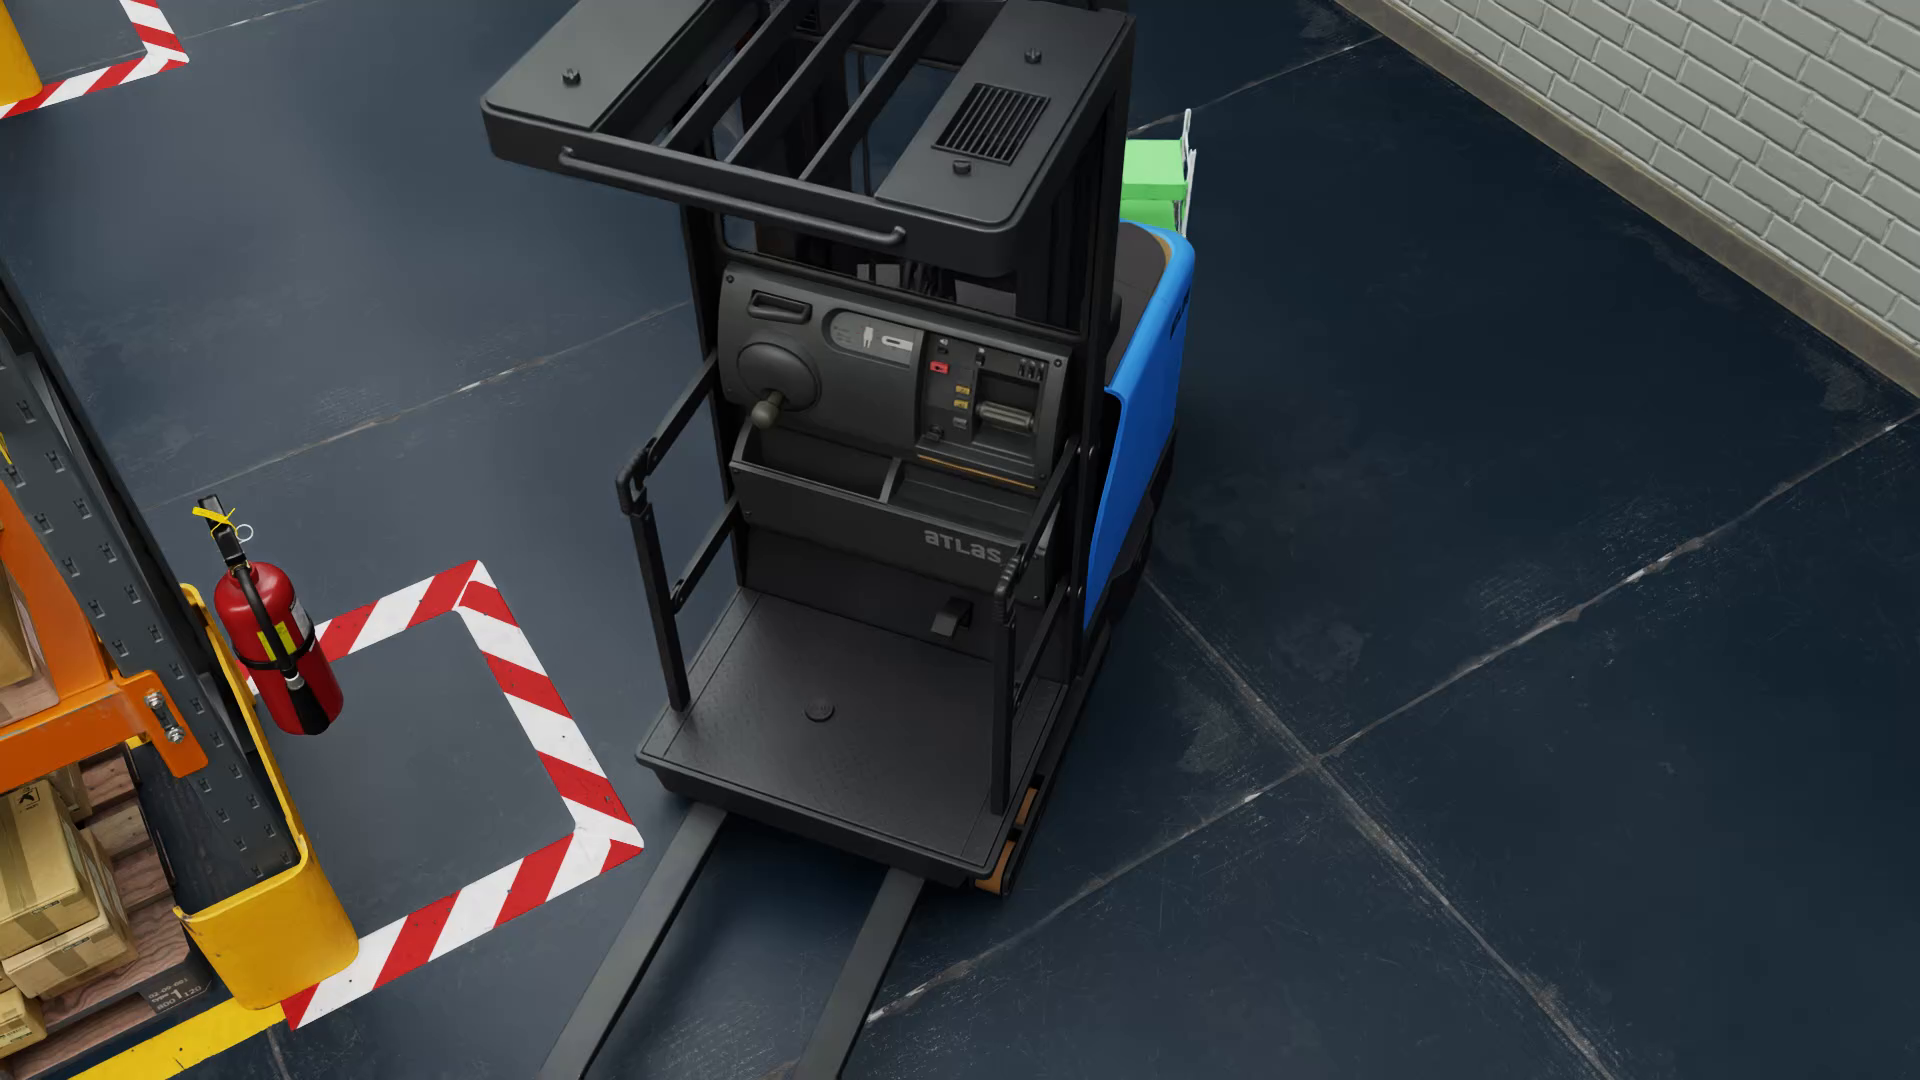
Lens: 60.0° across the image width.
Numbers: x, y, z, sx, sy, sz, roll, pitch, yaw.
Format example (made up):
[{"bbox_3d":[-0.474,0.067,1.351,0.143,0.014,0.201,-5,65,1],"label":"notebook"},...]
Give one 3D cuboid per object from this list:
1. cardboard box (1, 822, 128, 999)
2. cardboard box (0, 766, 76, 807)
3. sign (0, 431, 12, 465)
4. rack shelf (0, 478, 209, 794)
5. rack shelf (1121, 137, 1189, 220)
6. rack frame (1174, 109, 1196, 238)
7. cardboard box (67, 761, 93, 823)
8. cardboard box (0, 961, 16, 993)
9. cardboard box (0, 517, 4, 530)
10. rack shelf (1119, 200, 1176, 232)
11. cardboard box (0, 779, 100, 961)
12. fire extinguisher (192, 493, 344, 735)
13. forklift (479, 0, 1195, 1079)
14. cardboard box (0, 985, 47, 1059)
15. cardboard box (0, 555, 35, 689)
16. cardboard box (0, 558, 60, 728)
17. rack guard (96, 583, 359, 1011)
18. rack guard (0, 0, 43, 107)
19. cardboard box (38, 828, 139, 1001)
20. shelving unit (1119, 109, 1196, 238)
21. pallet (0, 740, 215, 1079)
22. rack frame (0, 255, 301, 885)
[{"bbox_3d":[-2.366,0.953,4.321,0.250,0.149,0.380,-27,53,-22],"label":"cardboard box"},{"bbox_3d":[-2.652,0.609,4.628,0.250,0.149,0.380,-23,52,-19],"label":"cardboard box"},{"bbox_3d":[-1.792,-0.279,3.003,0.005,0.325,0.100,-25,53,-21],"label":"sign"},{"bbox_3d":[-3.763,0.889,3.431,4.000,0.370,1.077,-25,53,-21],"label":"rack shelf"},{"bbox_3d":[0.493,-1.188,5.447,0.480,0.148,0.258,1,48,1],"label":"rack shelf"},{"bbox_3d":[0.737,-0.908,5.755,0.015,1.200,0.240,1,48,1],"label":"rack frame"},{"bbox_3d":[-2.686,0.668,4.774,0.250,0.149,0.380,-24,53,-20],"label":"cardboard box"},{"bbox_3d":[-2.616,1.023,4.259,0.250,0.149,0.380,-26,53,-22],"label":"cardboard box"},{"bbox_3d":[-2.520,-0.141,4.036,0.250,0.149,0.380,-26,53,-21],"label":"cardboard box"},{"bbox_3d":[0.493,-1.029,5.627,0.480,0.148,0.258,1,48,1],"label":"rack shelf"},{"bbox_3d":[-2.384,0.835,4.228,0.250,0.149,0.380,-25,53,-20],"label":"cardboard box"},{"bbox_3d":[-1.612,0.194,3.870,0.183,0.674,0.296,-25,53,-21],"label":"fire extinguisher"},{"bbox_3d":[-0.257,-0.311,4.065,1.130,2.935,3.031,16,50,14],"label":"forklift"},{"bbox_3d":[-2.569,1.169,4.328,0.250,0.149,0.380,-24,52,-20],"label":"cardboard box"},{"bbox_3d":[-2.314,0.062,3.420,0.500,0.500,0.500,-24,53,-20],"label":"cardboard box"},{"bbox_3d":[-2.197,0.245,3.691,0.250,0.149,0.380,-25,53,-21],"label":"cardboard box"},{"bbox_3d":[-2.136,0.715,4.779,0.348,0.500,1.175,-25,53,-21],"label":"rack guard"},{"bbox_3d":[-4.612,-2.498,7.640,0.348,0.500,1.175,-25,53,-21],"label":"rack guard"},{"bbox_3d":[-2.406,1.003,4.476,0.250,0.149,0.380,-24,53,-20],"label":"cardboard box"},{"bbox_3d":[0.493,-0.911,5.758,0.503,1.200,0.258,1,48,1],"label":"shelving unit"},{"bbox_3d":[-2.842,1.112,4.618,1.213,0.211,1.003,-25,53,-21],"label":"pallet"},{"bbox_3d":[-2.072,-0.147,3.872,0.127,3.000,1.000,-25,53,-21],"label":"rack frame"}]
